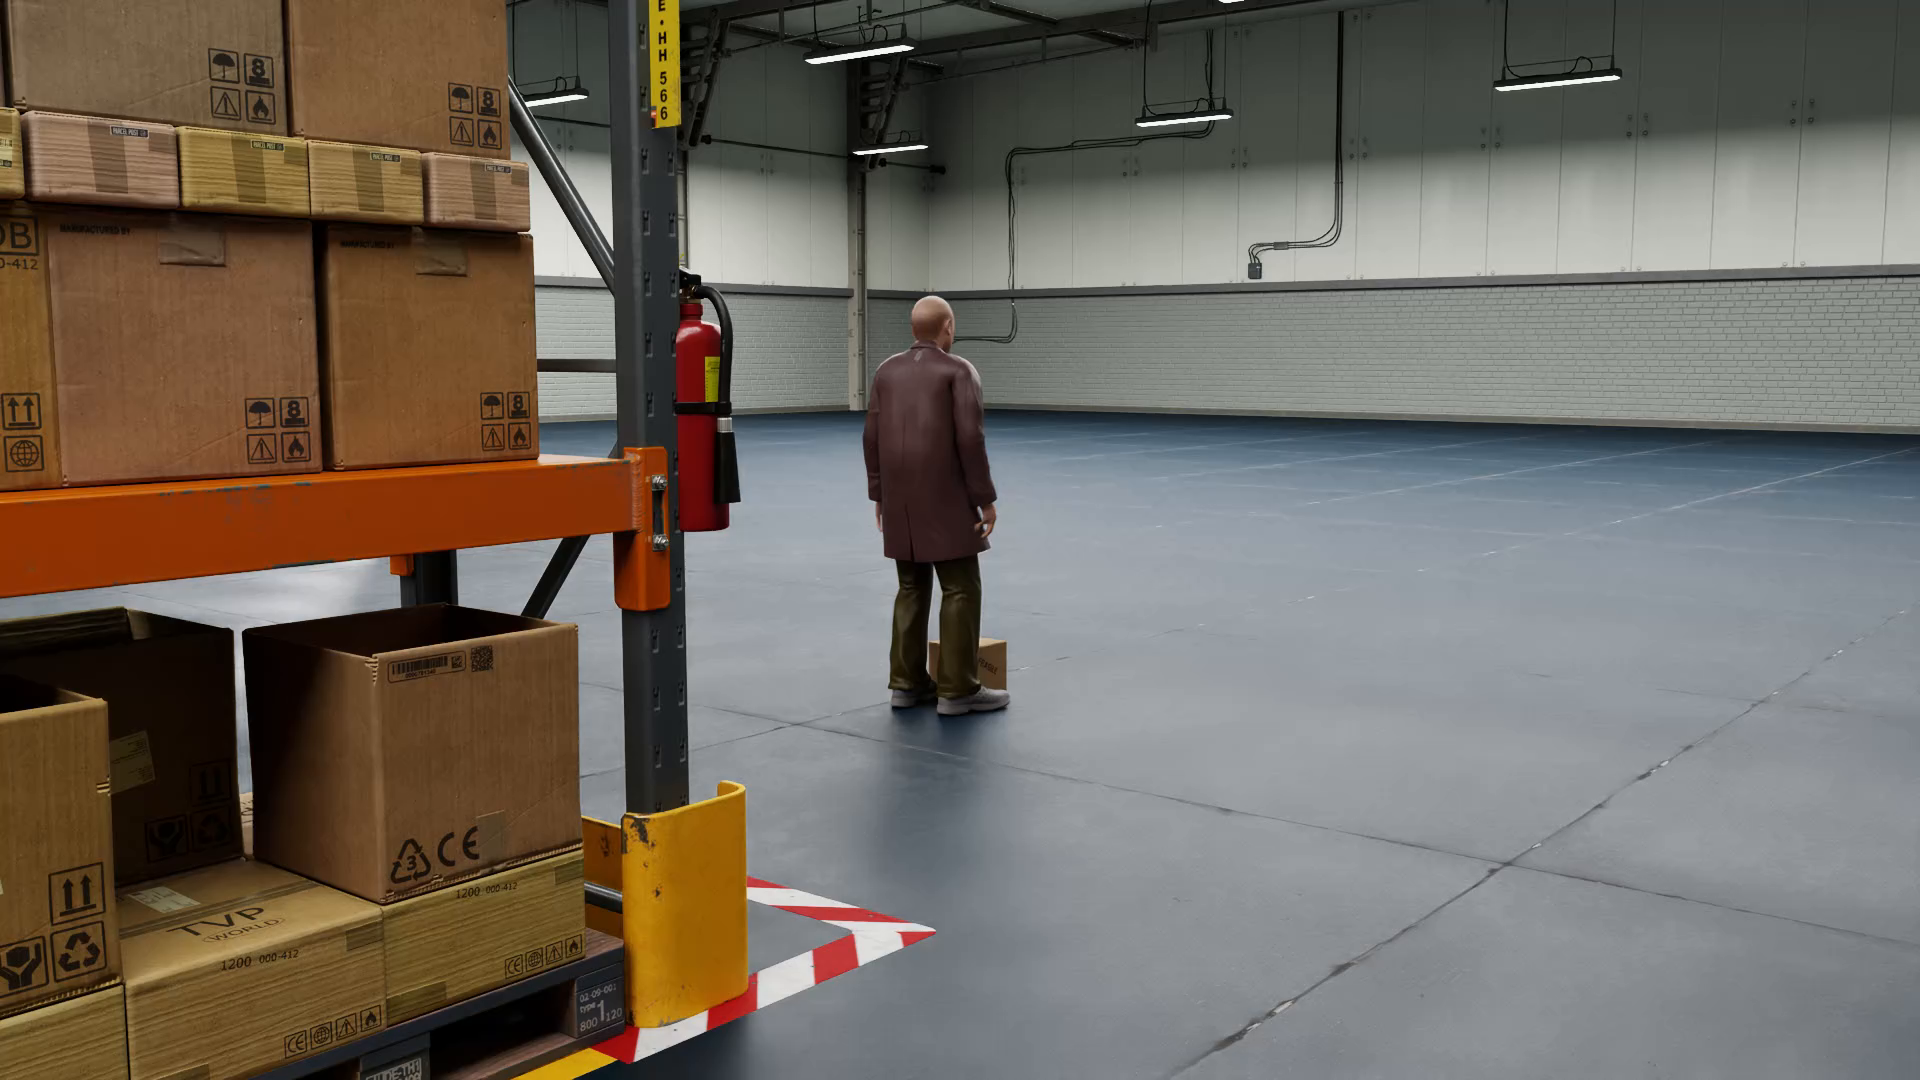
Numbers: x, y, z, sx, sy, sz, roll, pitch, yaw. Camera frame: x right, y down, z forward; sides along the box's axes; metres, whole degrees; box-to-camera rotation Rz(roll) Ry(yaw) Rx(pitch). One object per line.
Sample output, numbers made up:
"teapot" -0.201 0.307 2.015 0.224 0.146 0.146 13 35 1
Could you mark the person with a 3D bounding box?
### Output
"person" -0.127 -0.061 7.185 0.652 1.576 0.425 5 8 35
